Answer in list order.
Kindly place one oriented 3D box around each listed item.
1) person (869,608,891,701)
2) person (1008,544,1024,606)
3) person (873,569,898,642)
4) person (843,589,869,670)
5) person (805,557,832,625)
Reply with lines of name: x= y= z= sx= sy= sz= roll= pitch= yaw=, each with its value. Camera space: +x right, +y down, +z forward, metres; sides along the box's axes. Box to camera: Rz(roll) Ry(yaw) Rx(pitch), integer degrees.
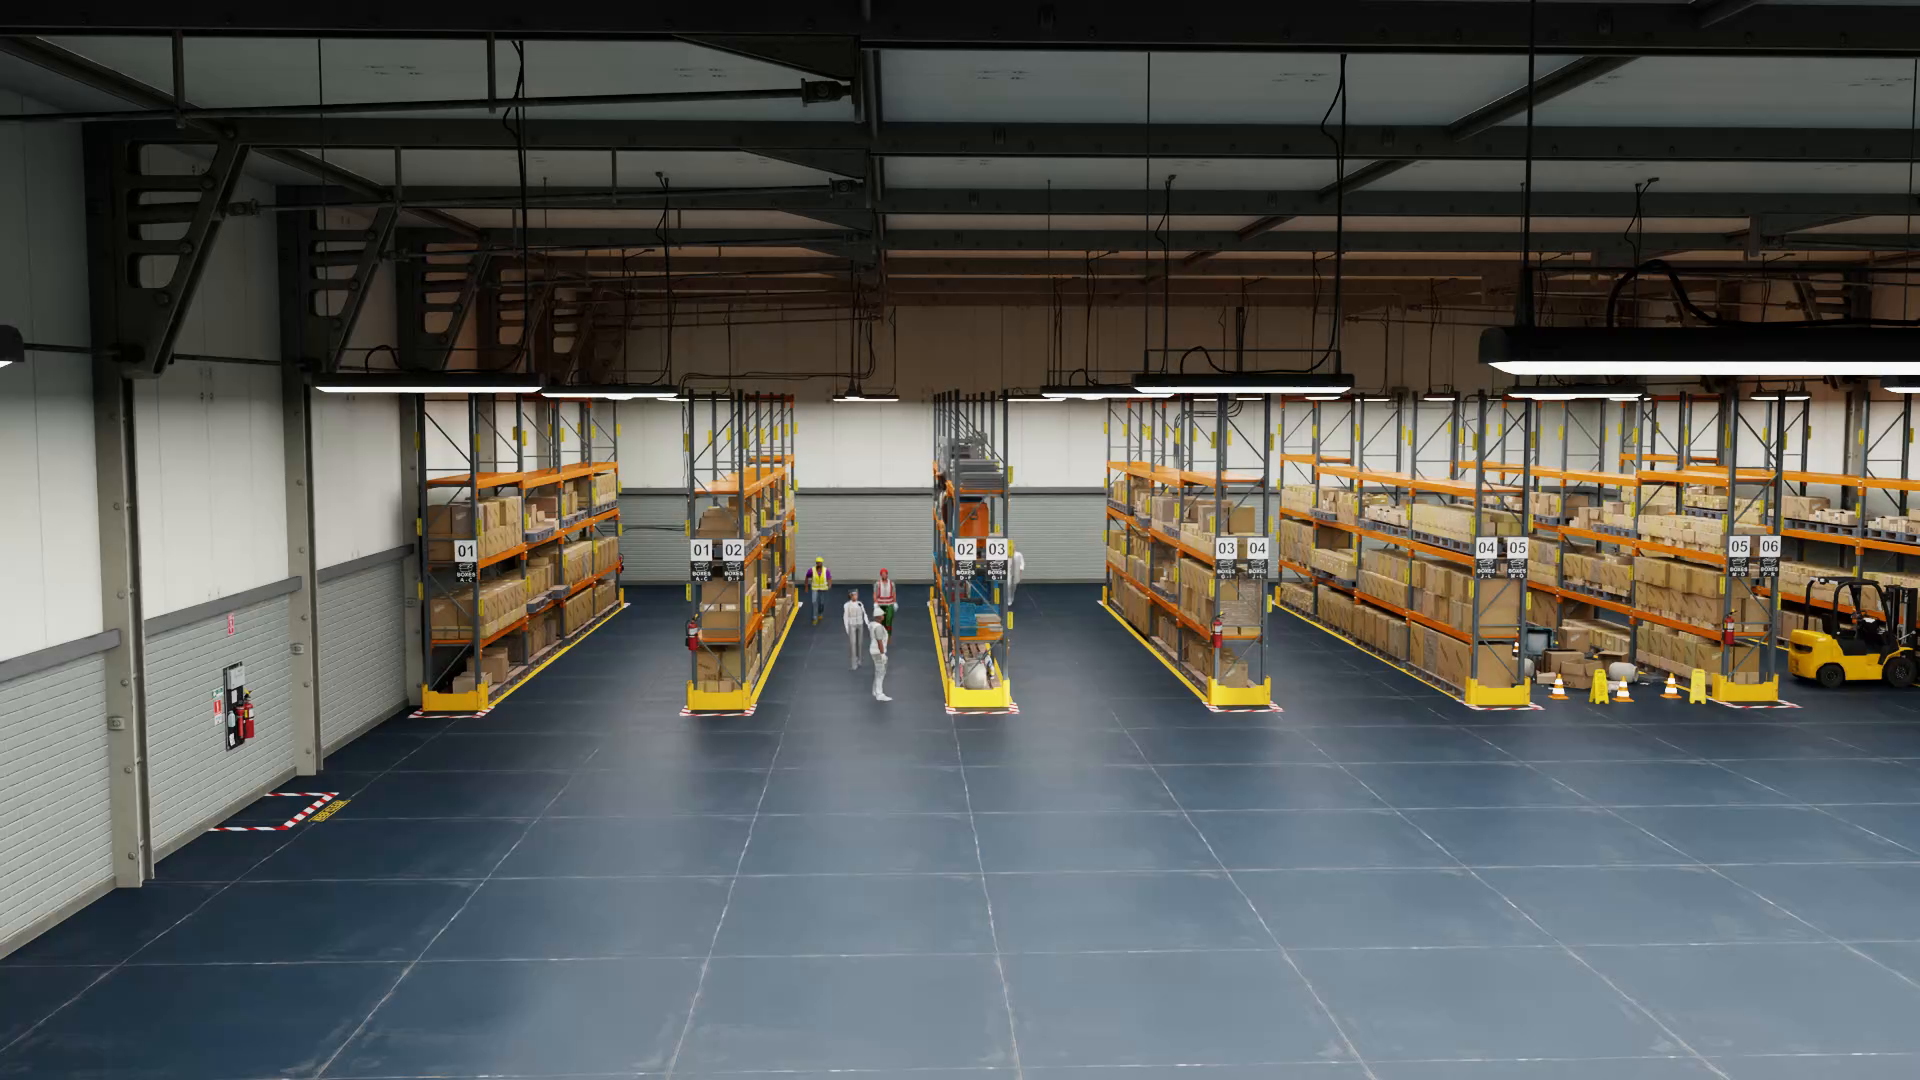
person: x=-1.551 y=2.236 z=32.271 sx=0.409 sy=1.856 sz=0.660 roll=-1 pitch=5 yaw=-7
person: x=1.504 y=1.008 z=47.689 sx=0.667 sy=1.814 sz=0.935 roll=0 pitch=5 yaw=-4
person: x=-1.807 y=1.559 z=40.080 sx=0.585 sy=1.726 sz=0.996 roll=0 pitch=5 yaw=3
person: x=-2.244 y=1.923 z=36.221 sx=0.521 sy=1.704 sz=0.700 roll=-2 pitch=5 yaw=-19
person: x=-3.720 y=1.316 z=43.625 sx=0.708 sy=1.747 sz=0.994 roll=0 pitch=5 yaw=-2
